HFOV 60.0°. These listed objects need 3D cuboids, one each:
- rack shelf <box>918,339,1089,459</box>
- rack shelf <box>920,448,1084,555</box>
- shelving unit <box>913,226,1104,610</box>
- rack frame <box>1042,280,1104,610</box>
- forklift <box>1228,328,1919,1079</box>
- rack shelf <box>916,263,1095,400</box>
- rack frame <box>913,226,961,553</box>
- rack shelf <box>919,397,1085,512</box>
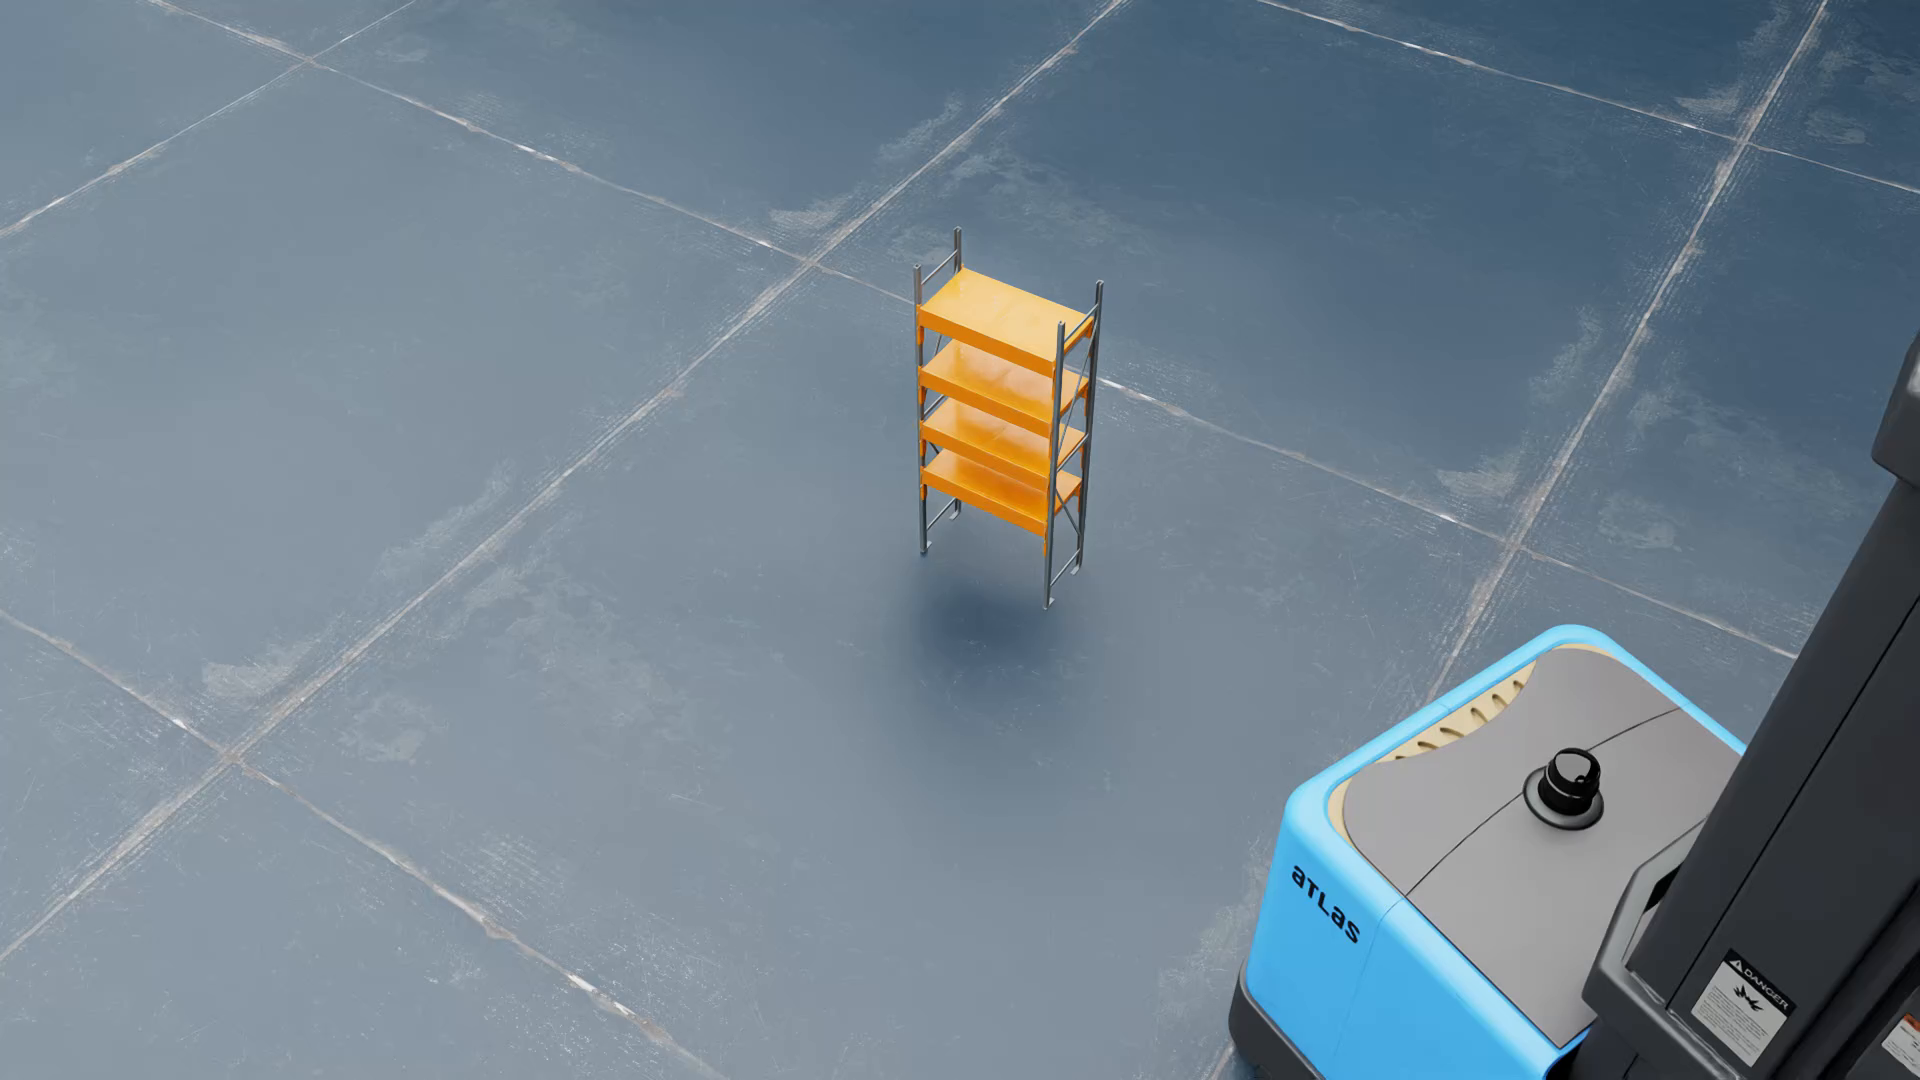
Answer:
[{"bbox_3d":[0.139,-0.463,5.145,0.480,0.148,0.258,25,51,22],"label":"rack shelf"},{"bbox_3d":[0.139,-0.169,5.448,0.480,0.148,0.258,25,51,22],"label":"rack shelf"},{"bbox_3d":[0.139,-0.354,5.257,0.503,1.200,0.258,25,51,22],"label":"shelving unit"},{"bbox_3d":[0.345,-0.260,5.166,0.015,1.200,0.240,25,51,22],"label":"rack frame"},{"bbox_3d":[1.960,0.976,2.758,1.130,2.935,3.031,-26,51,-23],"label":"forklift"},{"bbox_3d":[0.139,-0.628,4.976,0.480,0.148,0.258,25,51,22],"label":"rack shelf"},{"bbox_3d":[-0.066,-0.449,5.349,0.015,1.200,0.240,25,51,22],"label":"rack frame"},{"bbox_3d":[0.139,-0.307,5.306,0.480,0.148,0.258,25,51,22],"label":"rack shelf"}]
